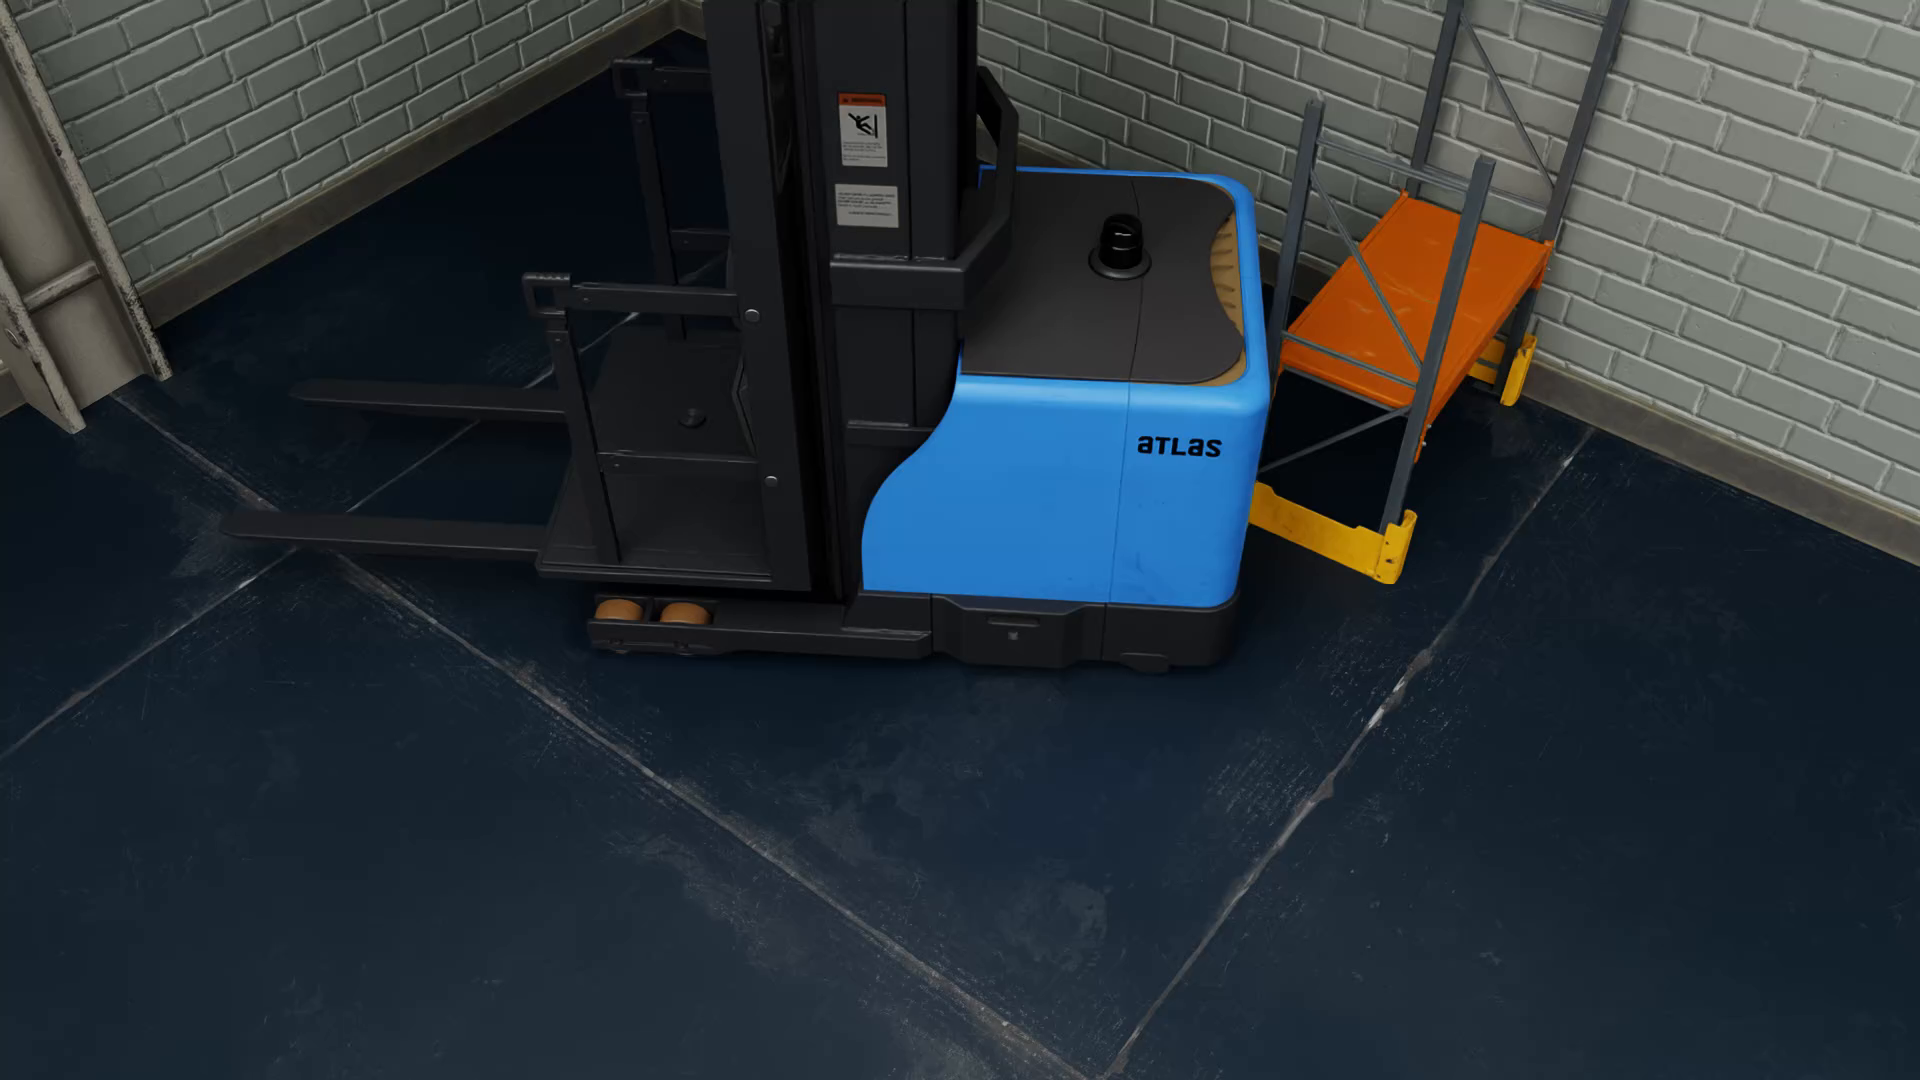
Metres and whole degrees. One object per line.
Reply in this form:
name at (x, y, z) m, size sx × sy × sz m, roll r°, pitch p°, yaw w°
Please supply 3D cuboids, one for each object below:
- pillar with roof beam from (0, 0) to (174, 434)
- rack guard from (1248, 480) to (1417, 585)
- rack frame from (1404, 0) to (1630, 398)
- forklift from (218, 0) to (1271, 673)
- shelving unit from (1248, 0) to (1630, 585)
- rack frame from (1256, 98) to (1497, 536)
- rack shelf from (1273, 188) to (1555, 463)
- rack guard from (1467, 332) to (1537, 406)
pillar with roof beam at (0.423, -1.740, 0.689) m, size 9.100 × 9.000 × 0.400 m, roll 29°, pitch 53°, yaw 25°
rack guard at (1.109, -0.085, 5.158) m, size 0.587 × 0.250 × 0.087 m, roll 26°, pitch 52°, yaw 23°
rack frame at (1.667, -1.114, 5.277) m, size 0.500 × 1.500 × 0.032 m, roll 26°, pitch 52°, yaw 23°
forklift at (-0.687, -1.050, 4.226) m, size 3.031 × 2.935 × 1.130 m, roll 3°, pitch 46°, yaw 3°
shelving unit at (1.388, -0.815, 4.992) m, size 0.587 × 1.500 × 1.083 m, roll 26°, pitch 52°, yaw 23°
rack frame at (1.098, -0.505, 4.695) m, size 0.500 × 1.500 × 0.032 m, roll 26°, pitch 52°, yaw 23°
rack shelf at (1.382, -0.686, 5.116) m, size 0.538 × 0.185 × 1.000 m, roll 26°, pitch 52°, yaw 23°
rack guard at (1.666, -0.682, 5.729) m, size 0.587 × 0.250 × 0.087 m, roll 26°, pitch 52°, yaw 23°
